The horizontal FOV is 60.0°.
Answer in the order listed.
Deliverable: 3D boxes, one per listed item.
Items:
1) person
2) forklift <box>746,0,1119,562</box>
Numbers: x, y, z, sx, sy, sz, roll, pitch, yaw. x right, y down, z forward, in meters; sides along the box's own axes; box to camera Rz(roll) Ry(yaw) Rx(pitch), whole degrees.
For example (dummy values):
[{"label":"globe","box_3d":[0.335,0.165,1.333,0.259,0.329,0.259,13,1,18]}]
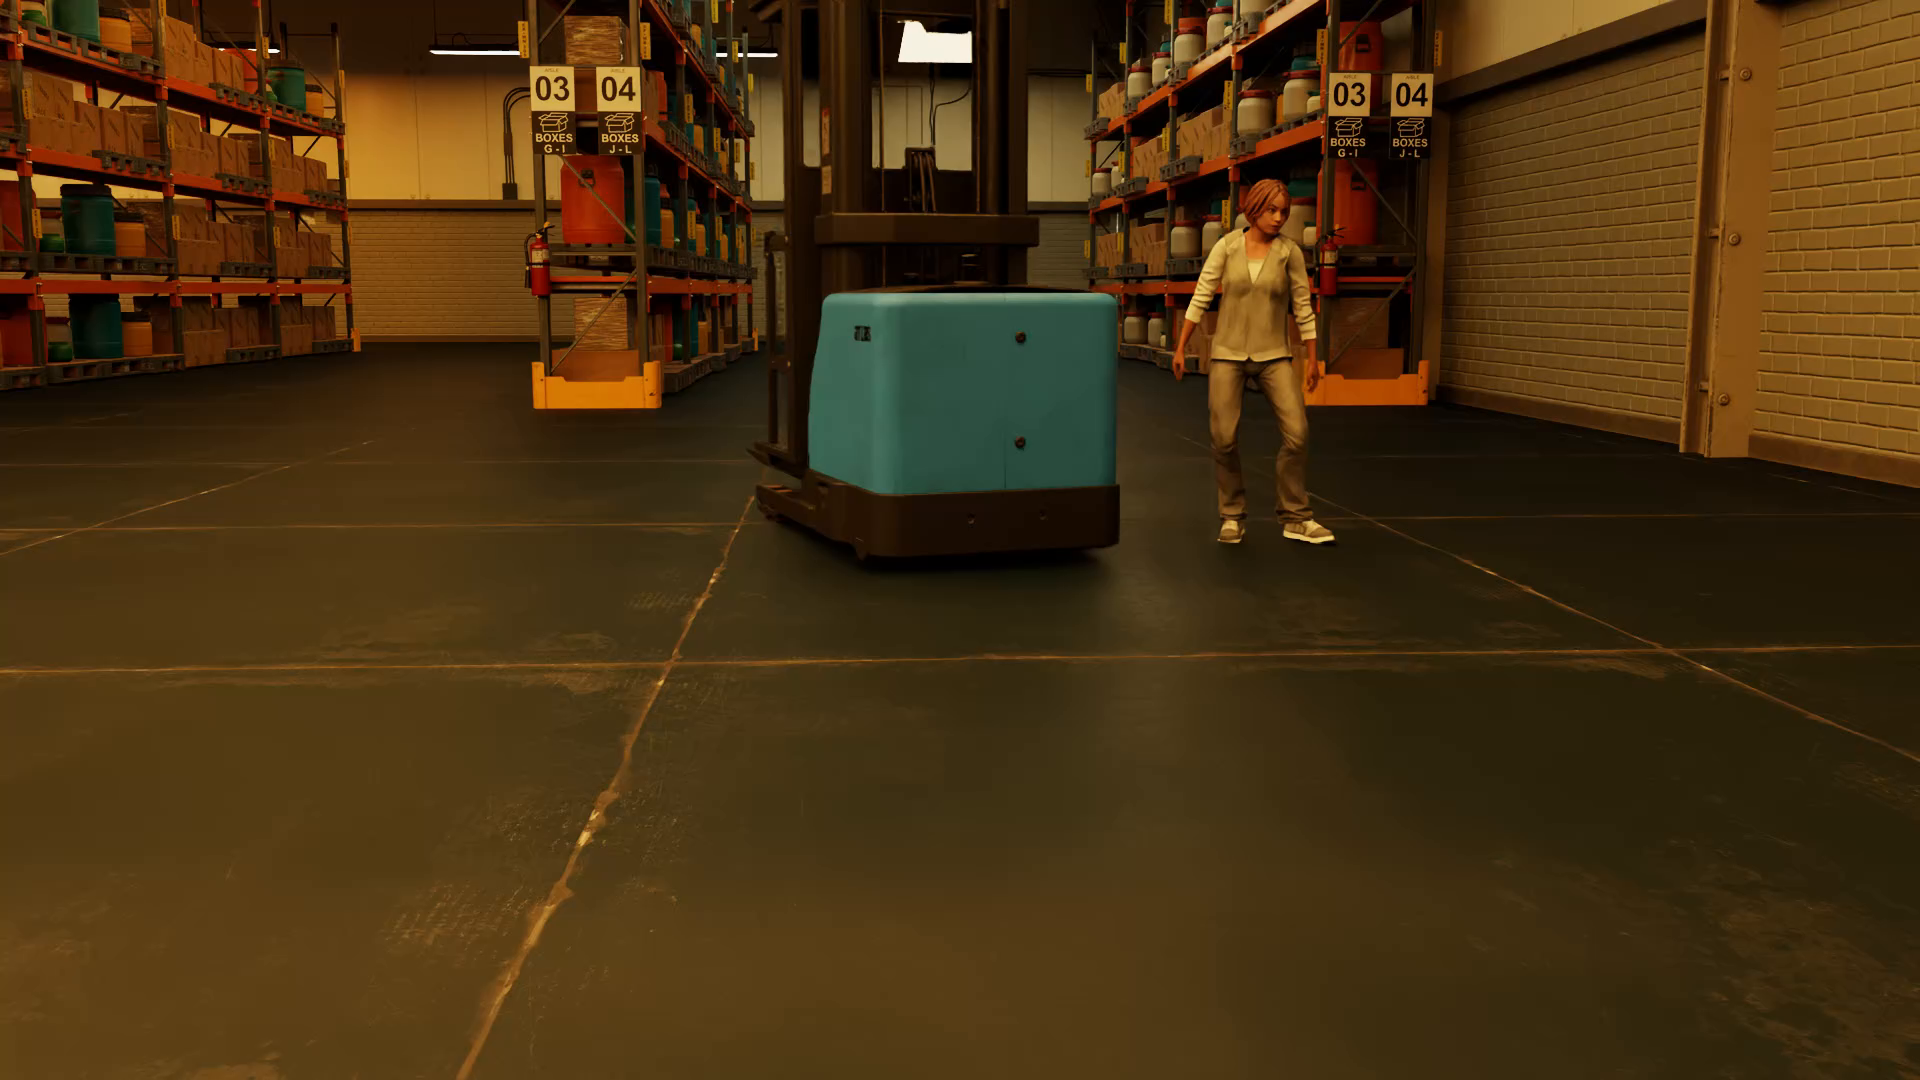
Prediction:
[{"label":"person","box_3d":[1.273,-0.754,7.180,0.721,1.562,0.350,2,9,10]},{"label":"forklift","box_3d":[-0.340,-1.543,7.721,1.130,2.935,3.031,-3,9,-20]}]
